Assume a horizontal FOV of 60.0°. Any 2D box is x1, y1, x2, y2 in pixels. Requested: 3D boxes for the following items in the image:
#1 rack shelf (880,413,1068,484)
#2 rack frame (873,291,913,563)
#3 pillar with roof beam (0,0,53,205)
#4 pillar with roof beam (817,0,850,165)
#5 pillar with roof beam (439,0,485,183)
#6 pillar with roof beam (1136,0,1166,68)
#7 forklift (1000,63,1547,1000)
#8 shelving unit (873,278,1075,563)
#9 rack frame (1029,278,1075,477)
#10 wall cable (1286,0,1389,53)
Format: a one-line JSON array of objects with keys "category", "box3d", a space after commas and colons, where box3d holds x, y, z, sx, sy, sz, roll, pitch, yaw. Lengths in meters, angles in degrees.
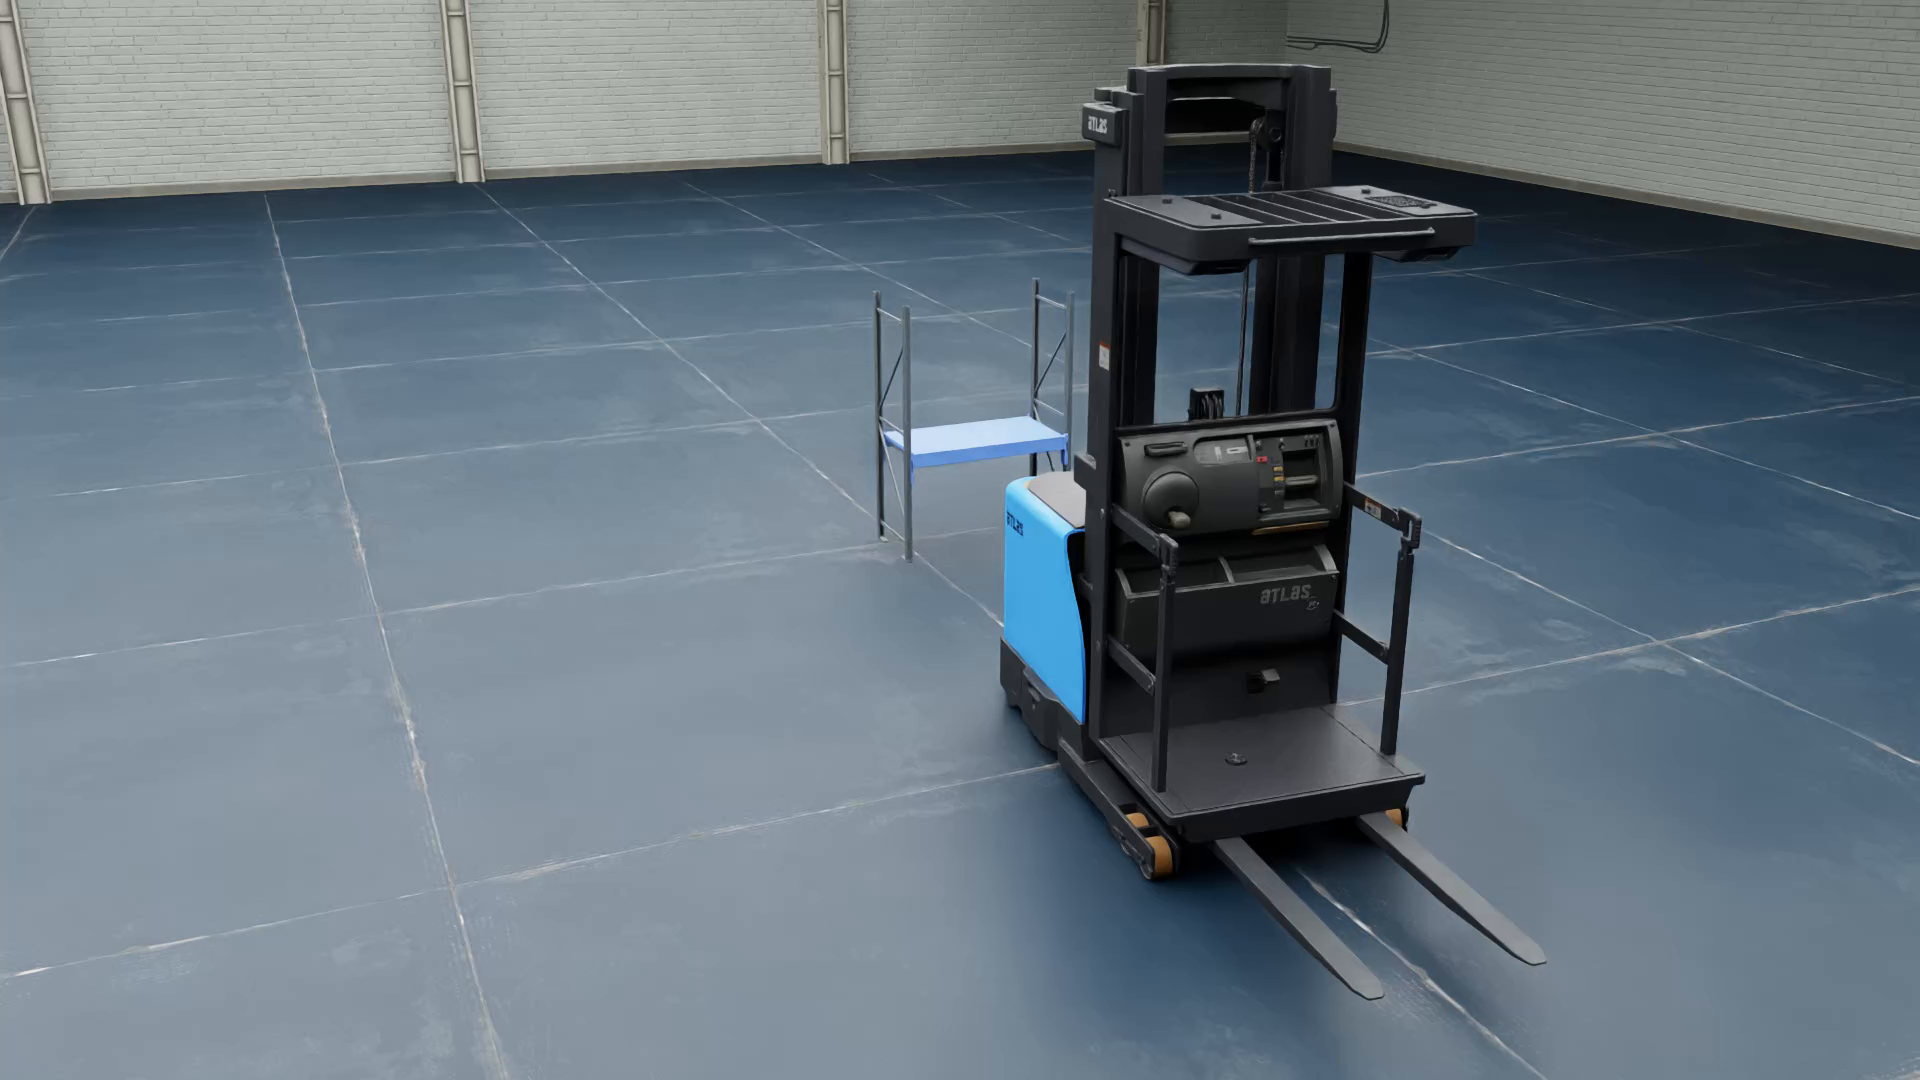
[{"category": "rack shelf", "box3d": [0.078, -0.549, 9.865, 1.000, 0.185, 0.538, -8, 21, -22]}, {"category": "rack frame", "box3d": [-0.388, -0.652, 9.615, 0.032, 1.500, 0.500, -8, 21, -22]}, {"category": "pillar with roof beam", "box3d": [-11.416, -7.725, 18.413, 0.400, 9.000, 9.100, -8, 21, -22]}, {"category": "pillar with roof beam", "box3d": [-0.397, -9.304, 22.896, 0.400, 9.000, 9.100, -8, 21, -22]}, {"category": "pillar with roof beam", "box3d": [-5.906, -8.514, 20.654, 0.400, 9.000, 9.100, -8, 21, -22]}, {"category": "pillar with roof beam", "box3d": [5.112, -10.093, 25.138, 0.400, 9.000, 9.100, -8, 21, -22]}, {"category": "forklift", "box3d": [1.133, -0.237, 6.282, 1.130, 2.935, 3.031, -6, 20, -17]}, {"category": "shelving unit", "box3d": [0.078, -0.719, 9.805, 1.048, 1.500, 0.538, -8, 21, -22]}, {"category": "rack frame", "box3d": [0.545, -0.786, 9.995, 0.032, 1.500, 0.500, -8, 21, -22]}, {"category": "wall cable", "box3d": [6.636, -9.926, 29.337, 0.112, 2.526, 3.097, -8, 21, -22]}]
